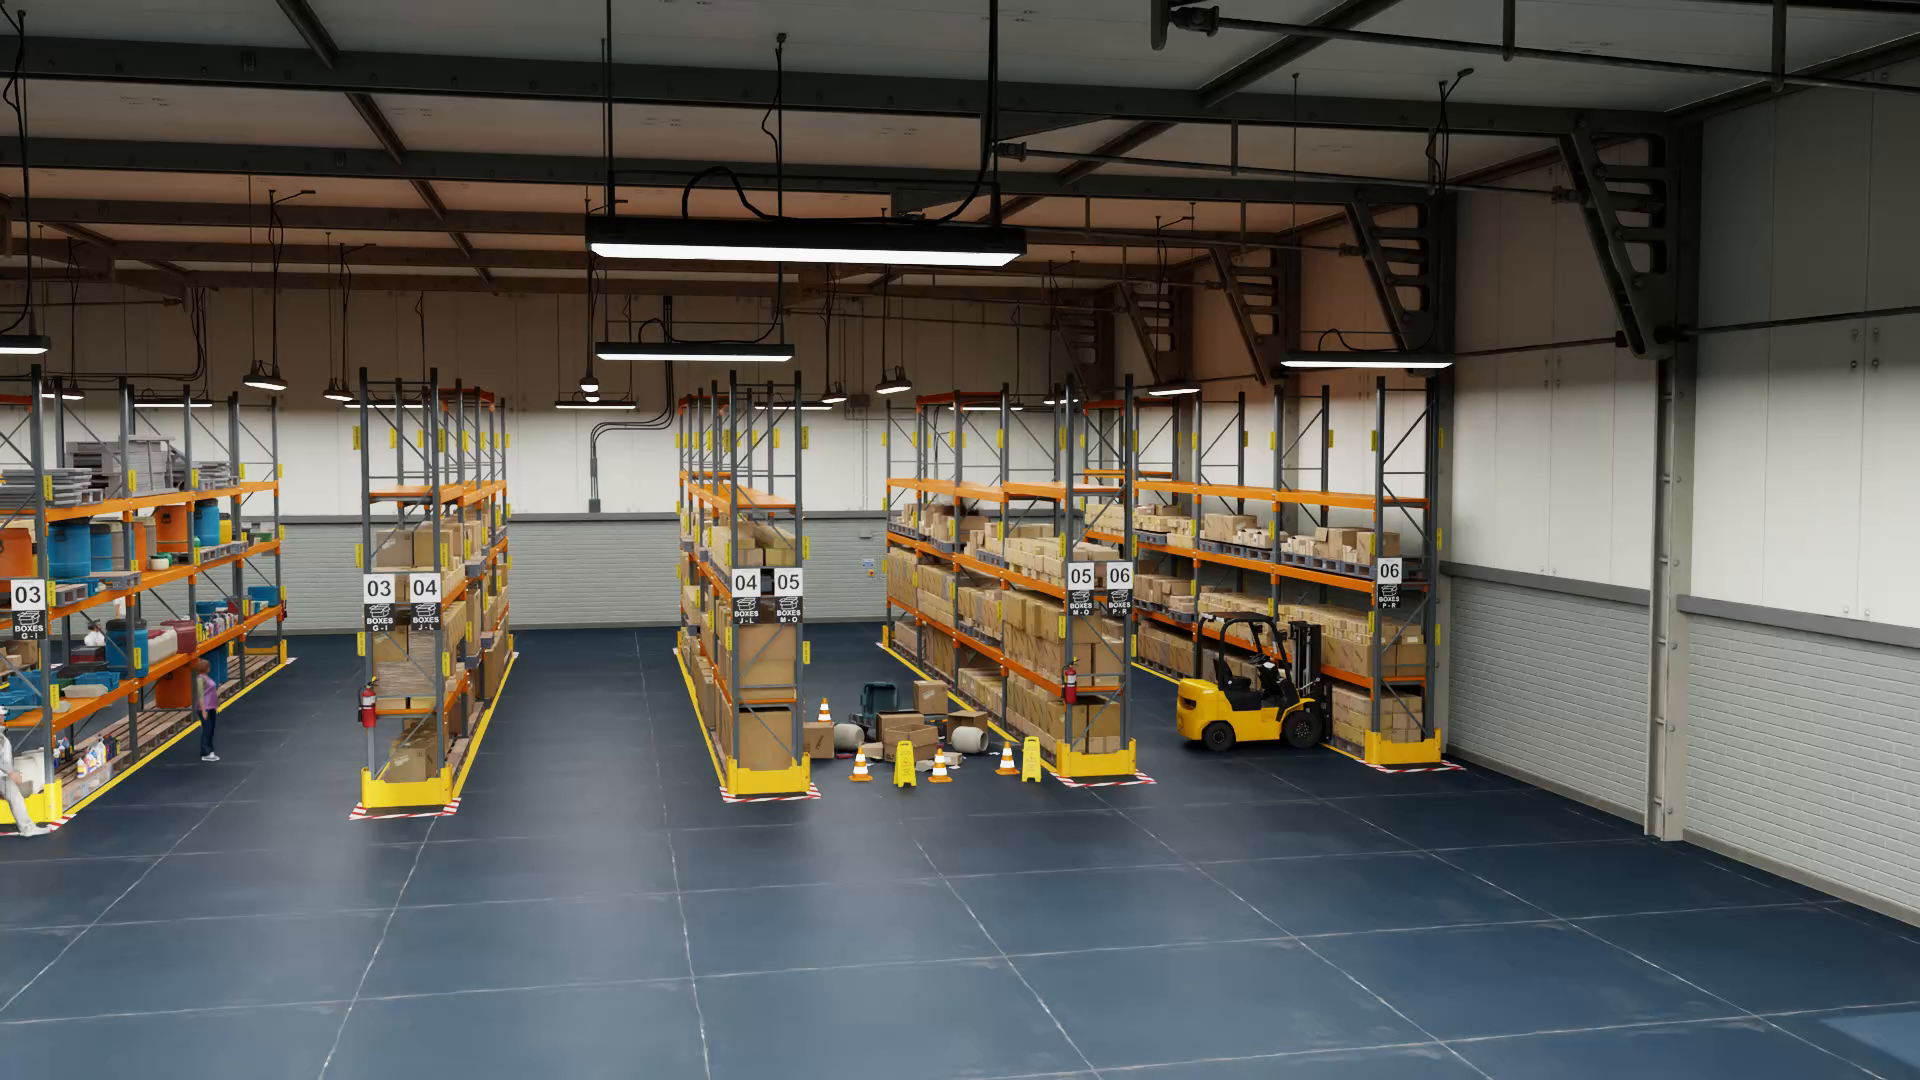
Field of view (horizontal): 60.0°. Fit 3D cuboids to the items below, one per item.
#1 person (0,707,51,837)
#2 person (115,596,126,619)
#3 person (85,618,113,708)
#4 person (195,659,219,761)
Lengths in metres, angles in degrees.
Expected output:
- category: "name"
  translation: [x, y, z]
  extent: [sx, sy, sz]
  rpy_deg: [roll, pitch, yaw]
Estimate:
- category: "person"
  translation: [-11.914, 2.892, 20.696]
  extent: [0.982, 1.724, 0.565]
  rpy_deg: [-1, 4, -24]
- category: "person"
  translation: [-19.866, 1.818, 39.688]
  extent: [0.555, 1.664, 0.460]
  rpy_deg: [-3, 4, -37]
- category: "person"
  translation: [-16.172, 2.318, 31.232]
  extent: [0.379, 1.720, 0.541]
  rpy_deg: [2, 4, 27]
- category: "person"
  translation: [-11.799, 2.674, 26.093]
  extent: [0.395, 1.624, 0.474]
  rpy_deg: [0, 3, 5]
